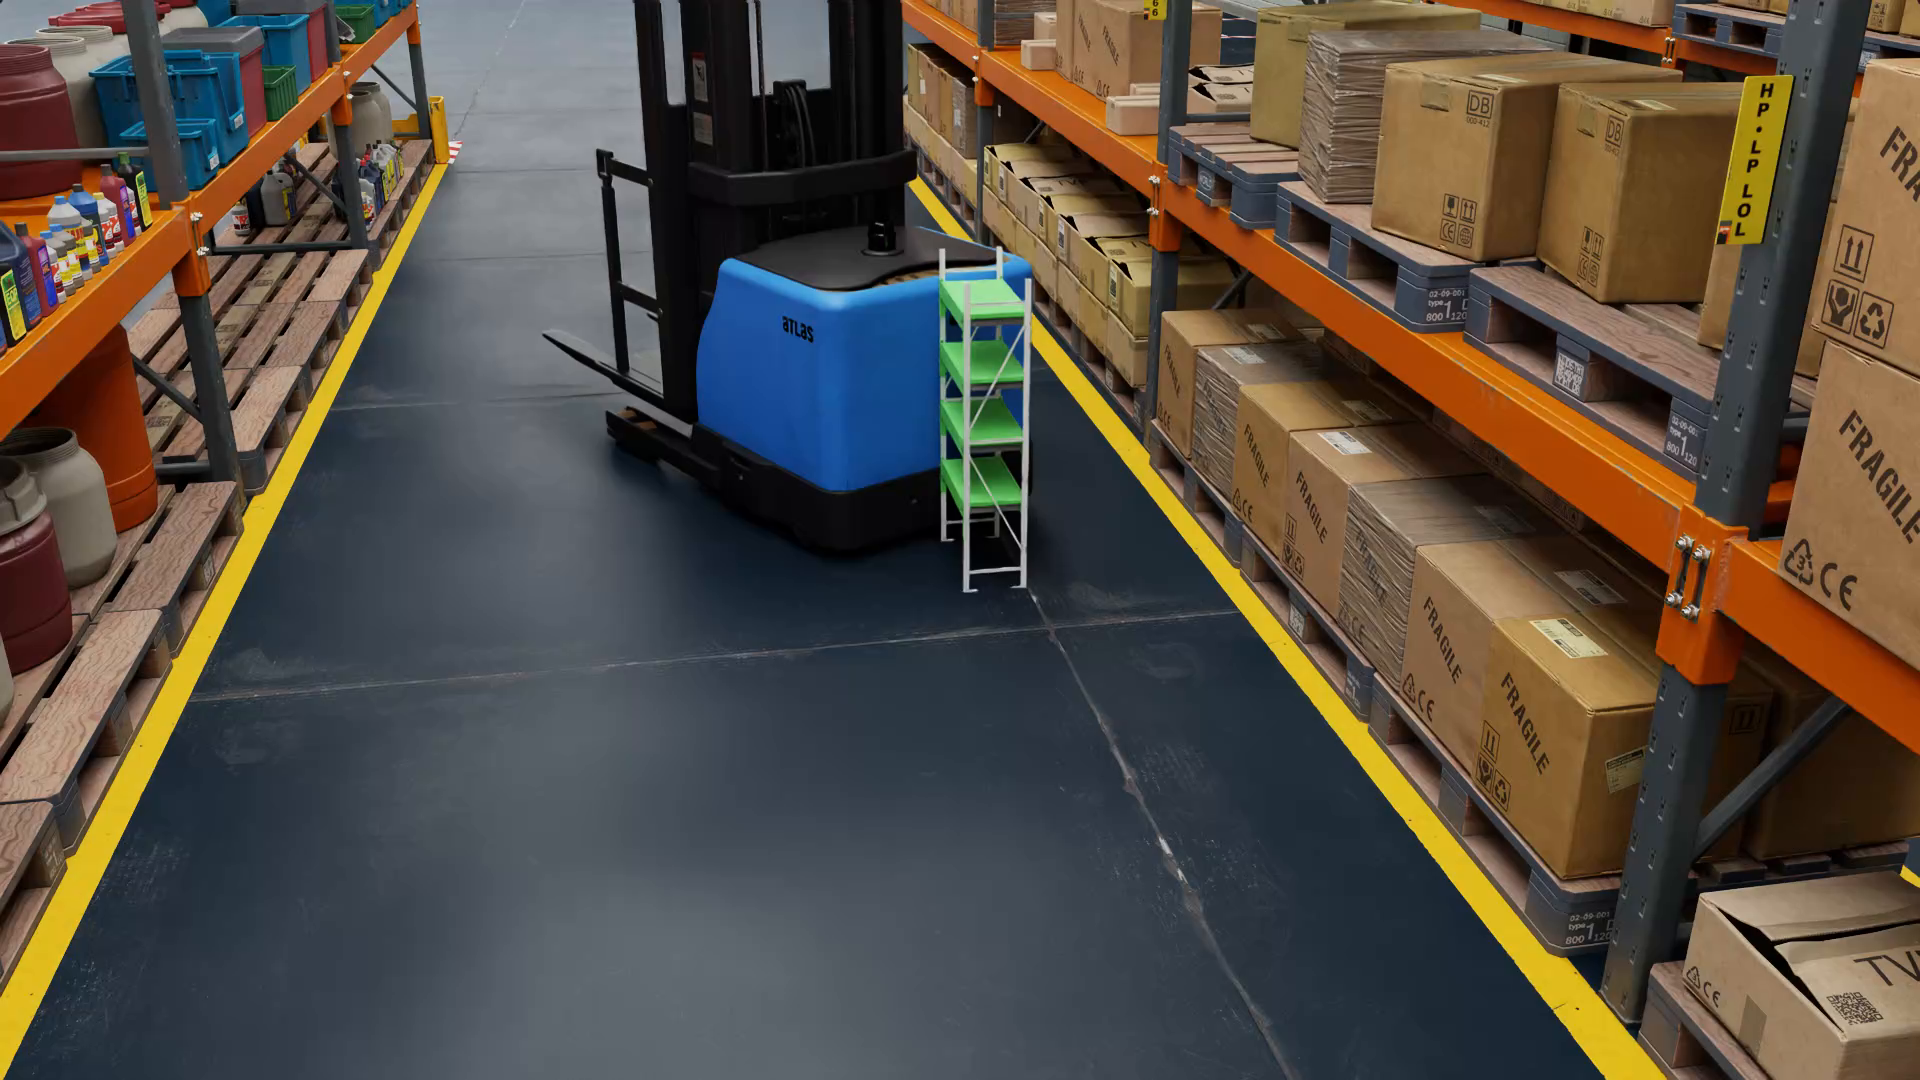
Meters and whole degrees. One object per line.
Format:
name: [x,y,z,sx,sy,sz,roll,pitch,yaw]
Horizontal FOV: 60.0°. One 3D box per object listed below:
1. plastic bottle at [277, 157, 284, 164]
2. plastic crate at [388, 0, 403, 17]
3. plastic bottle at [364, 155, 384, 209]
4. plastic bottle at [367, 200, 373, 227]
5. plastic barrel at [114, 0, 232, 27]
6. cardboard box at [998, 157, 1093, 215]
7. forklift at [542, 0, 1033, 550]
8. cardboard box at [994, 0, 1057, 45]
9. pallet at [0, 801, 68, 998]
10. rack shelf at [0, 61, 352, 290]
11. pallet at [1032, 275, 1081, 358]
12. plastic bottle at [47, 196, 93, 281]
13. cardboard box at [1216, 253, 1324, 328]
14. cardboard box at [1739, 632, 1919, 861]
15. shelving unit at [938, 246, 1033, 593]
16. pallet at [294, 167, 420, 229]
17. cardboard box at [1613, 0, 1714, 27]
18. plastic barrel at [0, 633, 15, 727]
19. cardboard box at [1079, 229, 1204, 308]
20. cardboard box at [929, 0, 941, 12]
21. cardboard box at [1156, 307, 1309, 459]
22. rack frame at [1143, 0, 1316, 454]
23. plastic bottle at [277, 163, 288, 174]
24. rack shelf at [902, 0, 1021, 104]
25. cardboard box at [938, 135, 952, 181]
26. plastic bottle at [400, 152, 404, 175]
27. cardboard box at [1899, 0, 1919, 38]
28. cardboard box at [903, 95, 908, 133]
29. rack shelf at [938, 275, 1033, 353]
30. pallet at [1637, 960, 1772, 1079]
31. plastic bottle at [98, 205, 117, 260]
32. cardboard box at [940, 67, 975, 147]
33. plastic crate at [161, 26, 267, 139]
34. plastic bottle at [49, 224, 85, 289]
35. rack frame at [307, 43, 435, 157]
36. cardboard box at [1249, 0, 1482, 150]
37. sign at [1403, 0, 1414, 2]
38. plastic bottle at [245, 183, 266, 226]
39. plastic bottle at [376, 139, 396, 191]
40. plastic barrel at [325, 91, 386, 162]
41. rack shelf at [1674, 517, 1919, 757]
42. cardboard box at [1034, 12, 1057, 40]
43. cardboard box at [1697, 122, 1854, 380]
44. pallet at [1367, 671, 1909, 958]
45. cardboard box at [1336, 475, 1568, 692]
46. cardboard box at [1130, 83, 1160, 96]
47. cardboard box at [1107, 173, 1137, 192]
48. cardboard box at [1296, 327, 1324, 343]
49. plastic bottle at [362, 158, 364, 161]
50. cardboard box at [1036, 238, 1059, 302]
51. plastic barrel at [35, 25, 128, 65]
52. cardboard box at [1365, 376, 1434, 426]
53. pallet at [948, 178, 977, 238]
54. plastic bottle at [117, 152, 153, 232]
plastic bottle: [-4.882,-2.647,11.922,0.097,0.271,0.097,0,24,0]
plastic crate: [-4.492,-4.107,12.592,0.499,0.251,0.408,-4,24,-10]
plastic bottle: [-4.030,-2.443,11.355,0.144,0.351,0.185,-5,24,-12]
plastic bottle: [-3.900,-2.149,10.870,0.097,0.201,0.097,0,24,0]
plastic barrel: [-4.480,-3.088,9.446,0.600,0.901,0.708,-4,24,-10]
cardboard box: [0.534,-2.209,10.269,0.500,0.311,0.500,-5,24,-10]
forklift: [-0.992,-1.828,7.274,1.130,2.935,3.031,-17,29,-34]
cardboard box: [0.527,-3.617,11.160,0.700,0.500,0.500,-5,24,-11]
pallet: [-2.876,1.086,4.001,1.003,0.211,1.213,-4,24,-10]
rack shelf: [-3.884,-1.916,8.288,1.077,0.370,4.000,-4,24,-10]
pallet: [1.019,-1.352,9.582,1.003,0.211,1.213,-4,24,-10]
plastic bottle: [-2.902,-0.982,5.411,0.097,0.271,0.097,0,24,0]
cardboard box: [1.547,-1.241,8.055,0.500,0.311,0.500,-4,24,-8]
cardboard box: [2.245,0.485,4.466,0.500,0.500,0.500,-5,24,-12]
shelving unit: [0.087,-0.456,6.294,0.258,1.200,0.503,-4,24,-10]
pallet: [-4.566,-2.503,12.217,1.003,0.211,1.213,-4,24,-10]
cardboard box: [5.097,-3.870,12.026,0.500,0.250,0.500,-4,24,-10]
plastic barrel: [-3.005,0.339,4.809,0.421,0.512,0.421,0,24,0]
cardboard box: [0.914,-1.405,8.430,0.500,0.311,0.500,-5,24,-11]
cardboard box: [0.137,-4.430,13.021,0.700,0.500,0.500,-4,24,-9]
cardboard box: [1.158,-0.680,7.133,0.500,0.500,0.500,-3,24,-7]
rack frame: [1.355,-1.824,7.179,1.000,3.000,0.127,-4,24,-10]
plastic bottle: [-4.655,-2.441,11.437,0.061,0.283,0.133,-4,24,-10]
rack shelf: [0.245,-3.855,12.727,1.077,0.370,4.000,-4,24,-10]
cardboard box: [0.125,-2.889,12.528,0.500,0.250,0.500,-4,24,-10]
plastic bottle: [-4.223,-2.835,12.440,0.097,0.201,0.097,0,24,0]
cardboard box: [5.873,-3.112,9.454,0.700,0.500,0.500,-4,24,-10]
cardboard box: [-0.244,-3.676,14.330,0.500,0.250,0.500,-4,24,-10]
rack shelf: [0.087,-0.837,6.128,0.258,0.148,0.480,-4,24,-10]
pallet: [2.221,1.297,3.516,1.003,0.211,1.213,-4,24,-10]
plastic bottle: [-2.956,-1.065,5.688,0.097,0.201,0.097,0,24,0]
cardboard box: [0.137,-3.234,12.380,0.500,0.500,0.500,-4,24,-10]
plastic crate: [-3.512,-2.147,7.837,0.402,0.464,0.583,-4,24,-10]
plastic bottle: [-2.884,-0.912,5.338,0.097,0.201,0.097,0,24,0]
rack frame: [-4.993,-4.606,13.548,1.000,3.000,0.127,-4,24,-10]
cardboard box: [1.582,-1.823,6.527,0.700,0.500,0.500,-13,27,-27]
sign: [1.886,-2.362,7.064,0.100,0.325,0.005,-4,24,-10]
plastic bottle: [-4.656,-2.252,10.919,0.144,0.351,0.185,-5,24,-11]
plastic bottle: [-4.143,-2.683,11.905,0.144,0.351,0.185,-3,24,-8]
plastic barrel: [-4.704,-3.208,12.931,0.421,0.512,0.421,0,24,0]
rack shelf: [2.464,0.865,1.919,1.077,0.370,4.000,-4,24,-10]
cardboard box: [0.749,-3.138,10.376,0.500,0.250,0.500,-3,24,-6]
cardboard box: [2.227,-0.692,3.937,0.700,0.500,0.500,-13,27,-27]
pallet: [1.907,0.710,4.861,1.003,0.211,1.213,-4,24,-10]
cardboard box: [1.546,0.128,5.283,0.500,0.500,0.500,-4,24,-9]
cardboard box: [1.064,-2.207,8.368,0.380,0.149,0.250,-3,24,-6]
cardboard box: [1.164,-2.048,9.902,0.500,0.311,0.500,-4,24,-10]
cardboard box: [1.547,-0.984,8.167,0.500,0.250,0.500,-4,24,-10]
plastic bottle: [-4.296,-2.663,12.046,0.097,0.201,0.097,0,24,0]
cardboard box: [0.731,-1.548,9.458,0.500,0.250,0.500,-4,24,-9]
plastic barrel: [-3.992,-2.065,7.590,0.421,0.512,0.421,0,24,0]
cardboard box: [1.854,-0.326,6.323,0.500,0.500,0.500,-5,24,-12]
pallet: [0.509,-2.436,12.063,1.003,0.211,1.213,-4,24,-10]
plastic bottle: [-3.020,-1.278,6.074,0.061,0.283,0.133,-4,24,-10]
